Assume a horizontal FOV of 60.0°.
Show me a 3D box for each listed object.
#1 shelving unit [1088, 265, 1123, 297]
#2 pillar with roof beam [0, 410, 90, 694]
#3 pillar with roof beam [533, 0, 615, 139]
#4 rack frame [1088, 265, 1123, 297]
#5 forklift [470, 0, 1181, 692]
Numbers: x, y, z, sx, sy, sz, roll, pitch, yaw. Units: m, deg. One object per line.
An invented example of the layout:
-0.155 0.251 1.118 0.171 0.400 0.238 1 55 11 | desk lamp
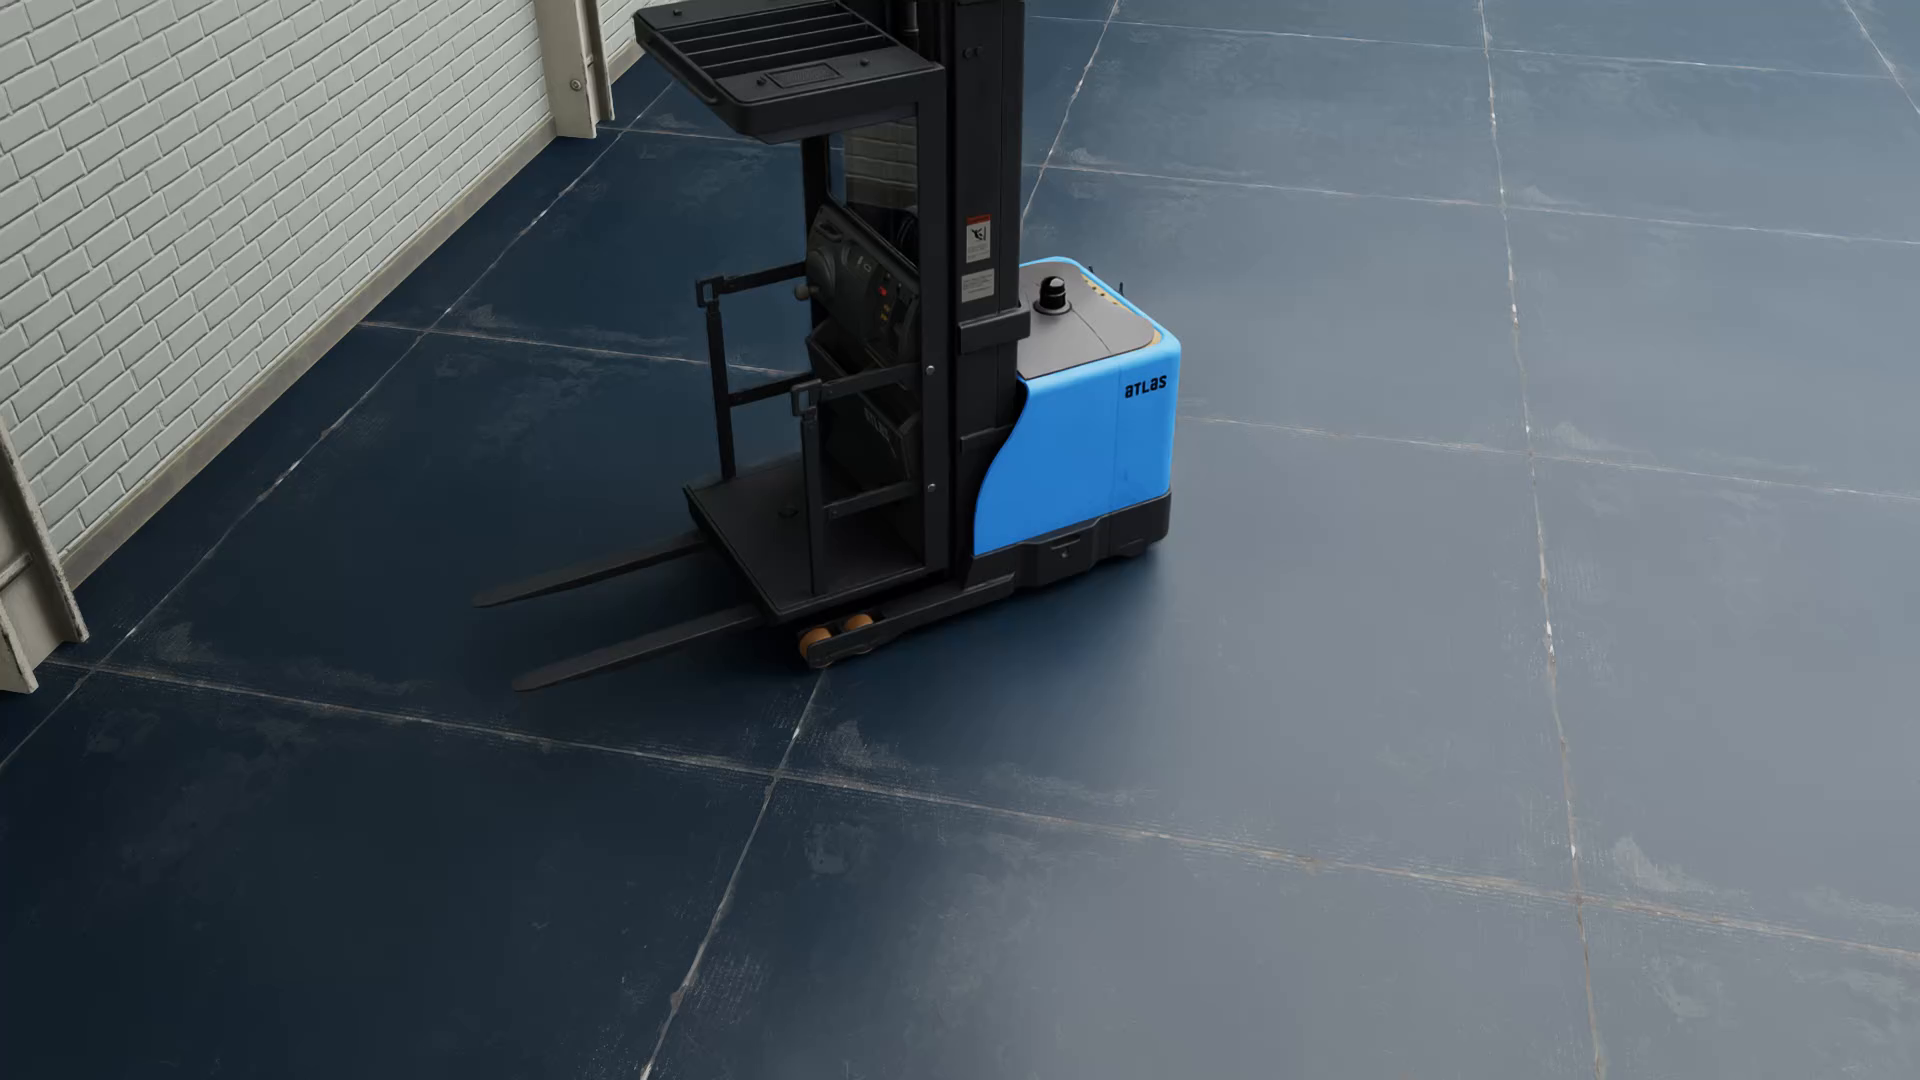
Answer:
0.626 -0.873 8.185 0.210 0.900 0.258 -26 43 -30 | shelving unit
0.256 -2.601 3.670 9.100 9.000 0.400 7 37 10 | pillar with roof beam
1.538 -6.040 8.416 9.100 9.000 0.400 7 37 10 | pillar with roof beam
0.705 -0.912 8.235 0.006 0.900 0.240 -26 43 -30 | rack frame
-0.579 -1.003 6.637 3.031 2.935 1.130 -18 39 -23 | forklift
